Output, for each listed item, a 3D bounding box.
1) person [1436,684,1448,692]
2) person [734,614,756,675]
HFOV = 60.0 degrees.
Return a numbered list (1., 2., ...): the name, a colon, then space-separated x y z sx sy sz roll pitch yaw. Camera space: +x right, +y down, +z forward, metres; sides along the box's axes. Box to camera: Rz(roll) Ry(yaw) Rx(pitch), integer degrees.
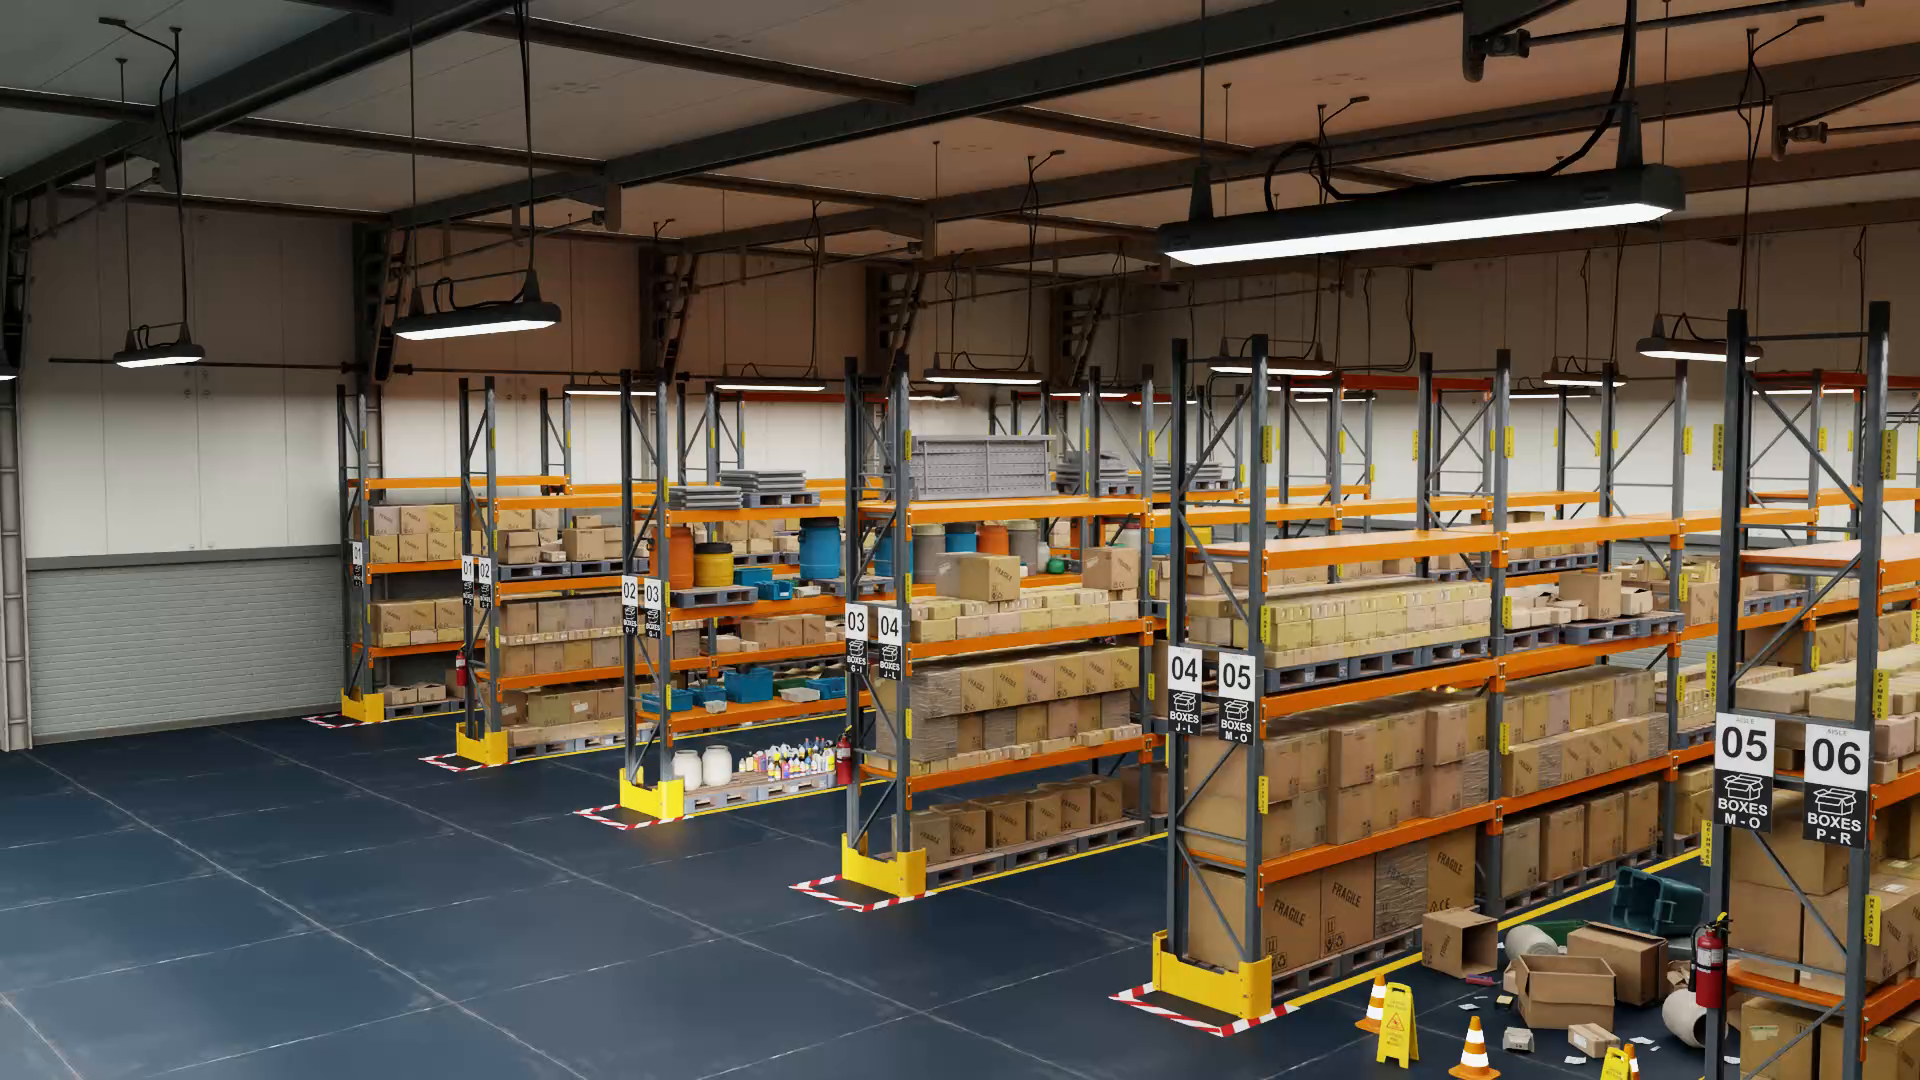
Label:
1. person: 6.833 2.719 23.649 0.922 1.743 0.692 -3 5 -42
2. person: -4.141 2.161 32.550 0.610 1.754 0.889 4 5 44
